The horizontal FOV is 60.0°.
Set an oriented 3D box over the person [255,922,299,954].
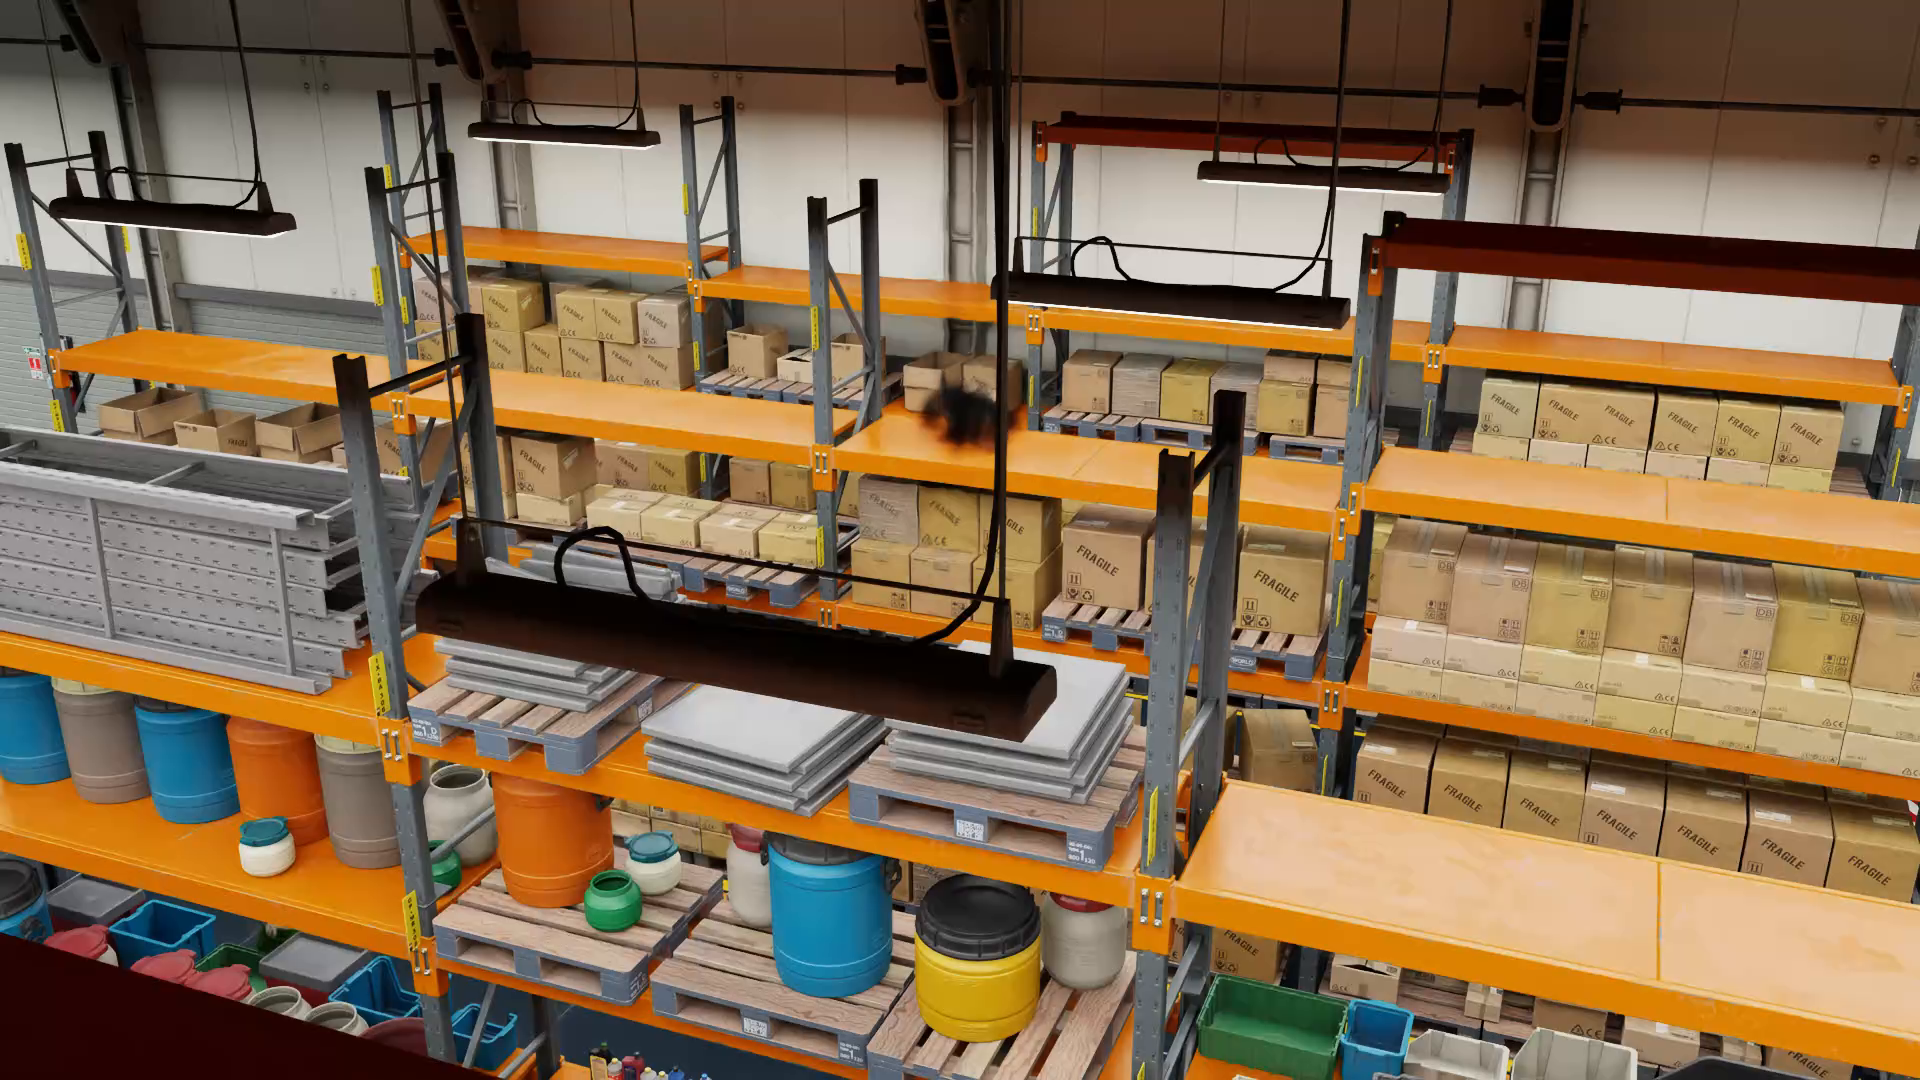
[{"bbox_3d":[-4.915,2.811,12.304,0.855,1.833,0.608,8,22,21],"label":"person"}]
